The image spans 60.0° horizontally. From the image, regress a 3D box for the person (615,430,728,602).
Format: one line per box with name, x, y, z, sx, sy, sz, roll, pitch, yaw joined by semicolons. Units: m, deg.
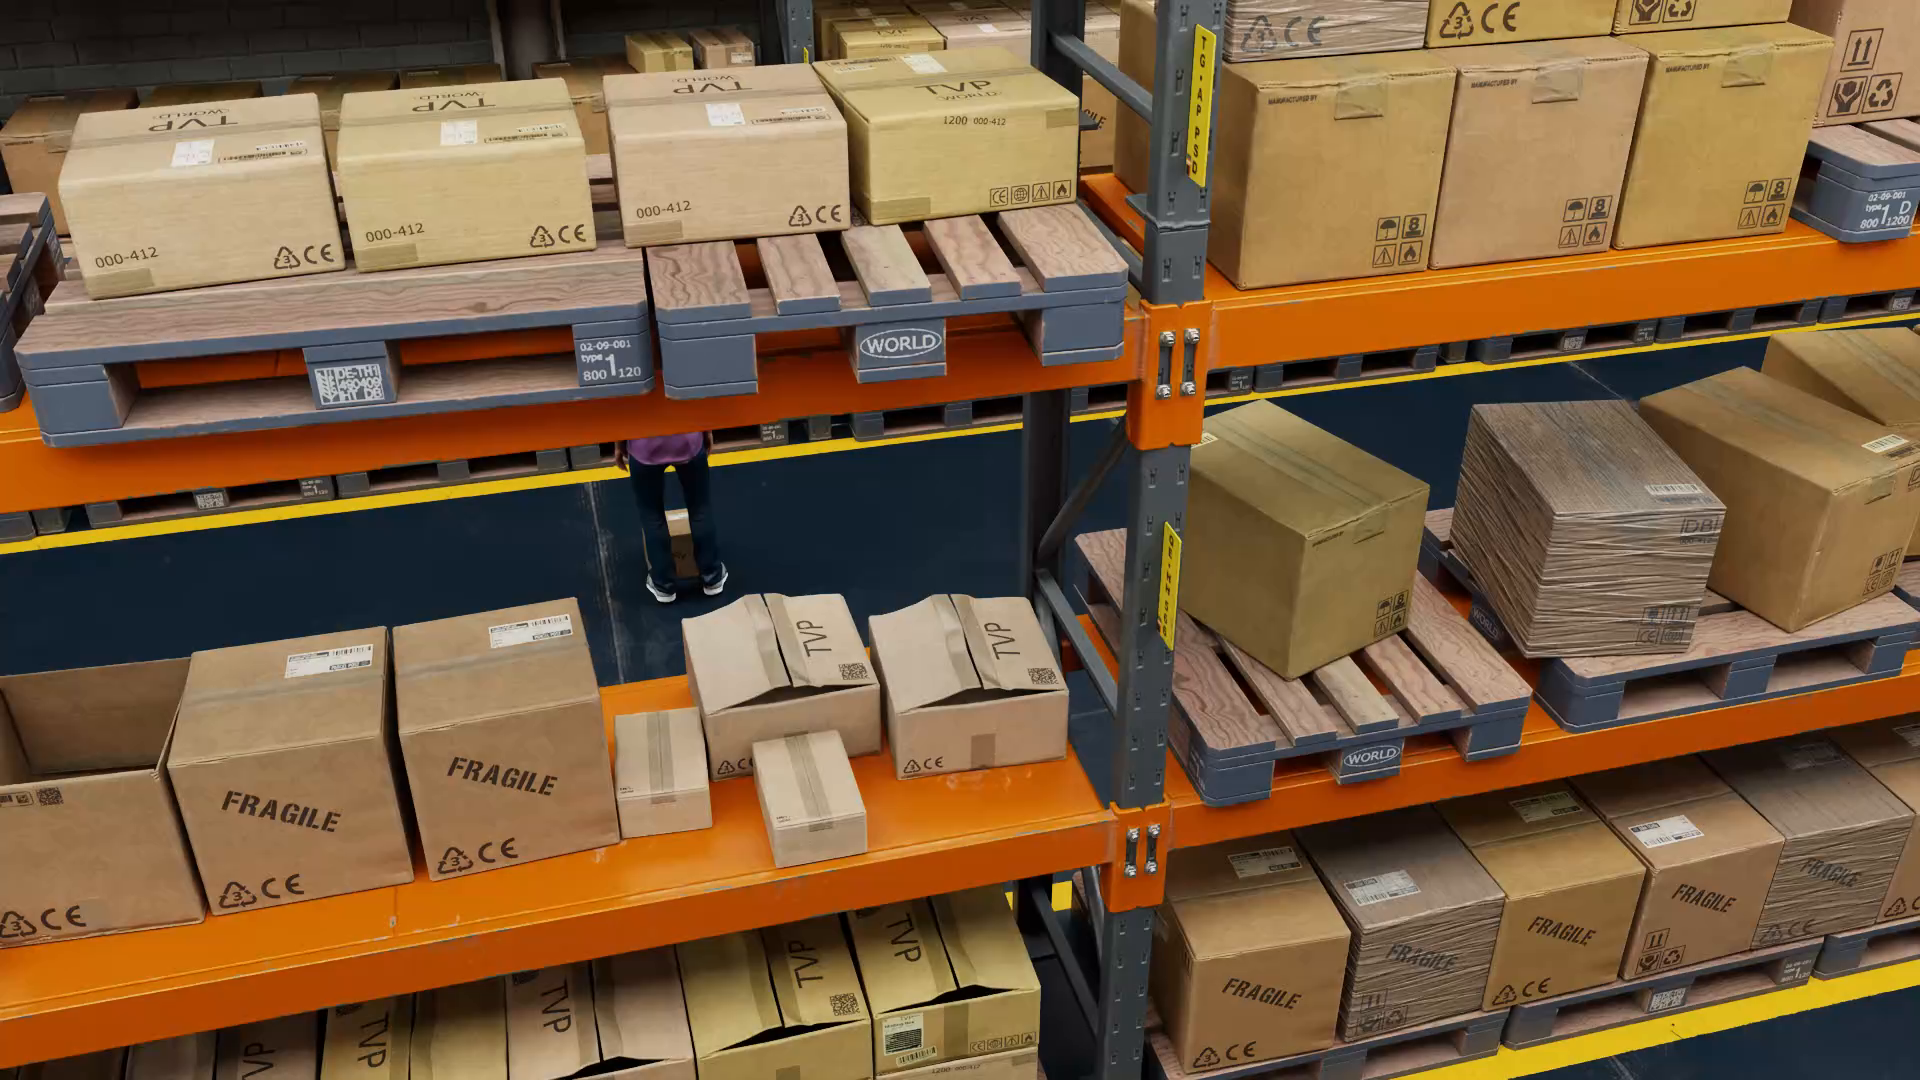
person;-1.349;-0.434;7.635;0.485;1.593;0.343;-10;32;-16
